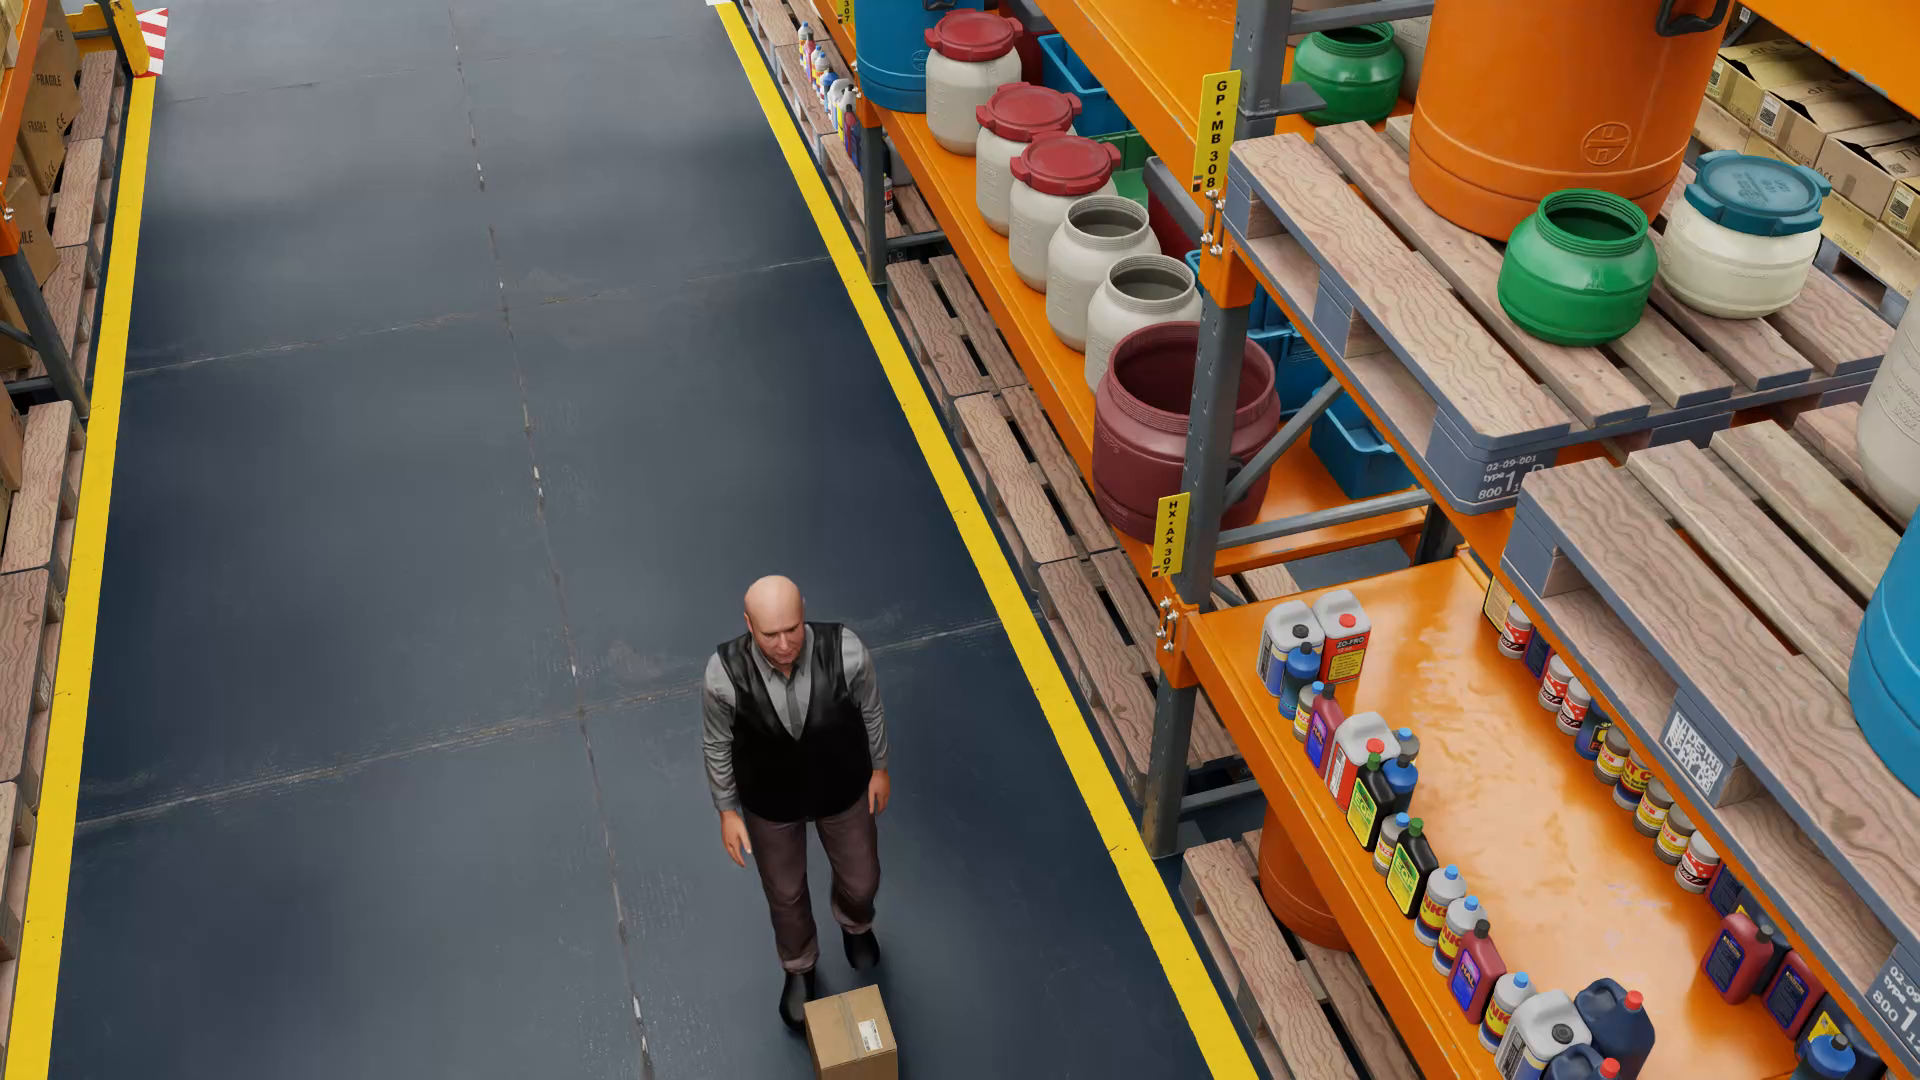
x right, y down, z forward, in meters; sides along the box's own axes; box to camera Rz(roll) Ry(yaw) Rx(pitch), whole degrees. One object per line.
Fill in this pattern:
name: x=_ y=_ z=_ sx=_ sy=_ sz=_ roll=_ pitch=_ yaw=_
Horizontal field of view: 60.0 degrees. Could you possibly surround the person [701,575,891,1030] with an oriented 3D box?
person: x=-0.492 y=0.864 z=5.246 sx=0.576 sy=1.788 sz=0.513 roll=-7 pitch=42 yaw=-8
